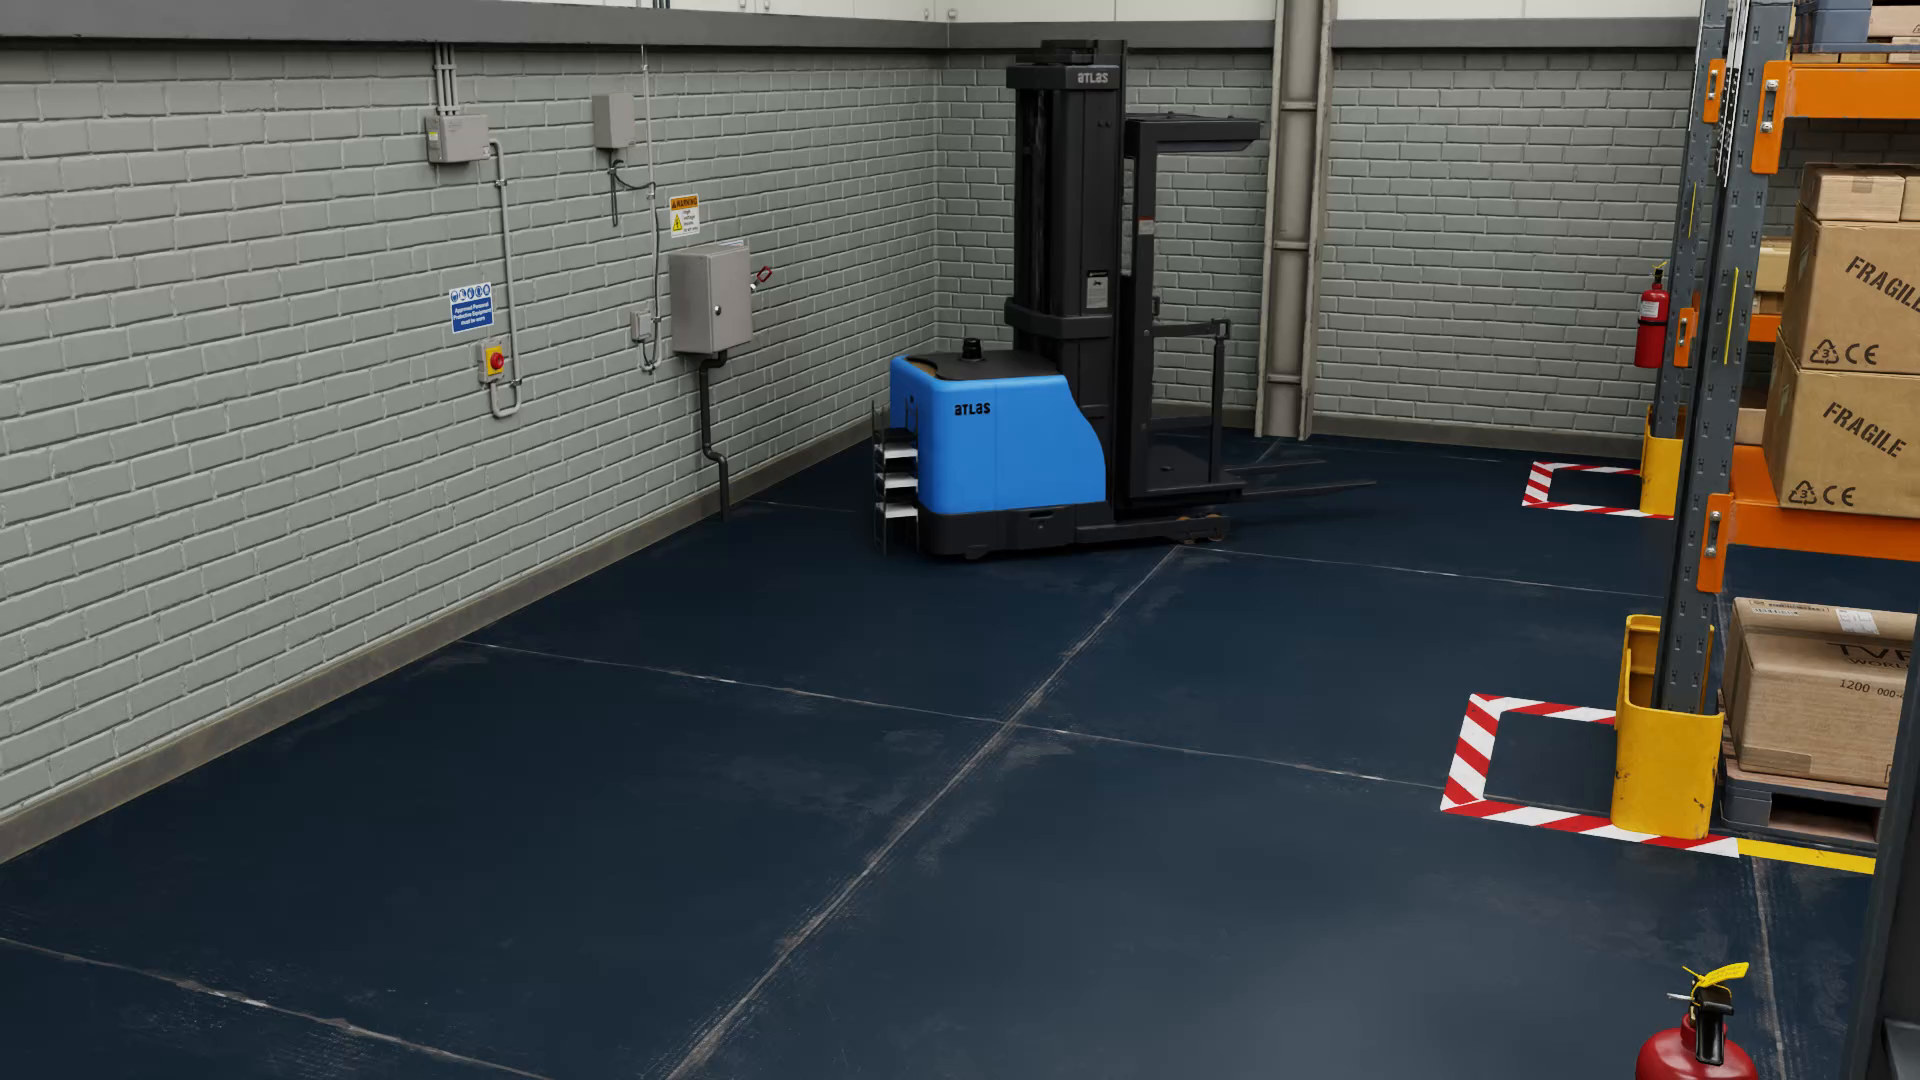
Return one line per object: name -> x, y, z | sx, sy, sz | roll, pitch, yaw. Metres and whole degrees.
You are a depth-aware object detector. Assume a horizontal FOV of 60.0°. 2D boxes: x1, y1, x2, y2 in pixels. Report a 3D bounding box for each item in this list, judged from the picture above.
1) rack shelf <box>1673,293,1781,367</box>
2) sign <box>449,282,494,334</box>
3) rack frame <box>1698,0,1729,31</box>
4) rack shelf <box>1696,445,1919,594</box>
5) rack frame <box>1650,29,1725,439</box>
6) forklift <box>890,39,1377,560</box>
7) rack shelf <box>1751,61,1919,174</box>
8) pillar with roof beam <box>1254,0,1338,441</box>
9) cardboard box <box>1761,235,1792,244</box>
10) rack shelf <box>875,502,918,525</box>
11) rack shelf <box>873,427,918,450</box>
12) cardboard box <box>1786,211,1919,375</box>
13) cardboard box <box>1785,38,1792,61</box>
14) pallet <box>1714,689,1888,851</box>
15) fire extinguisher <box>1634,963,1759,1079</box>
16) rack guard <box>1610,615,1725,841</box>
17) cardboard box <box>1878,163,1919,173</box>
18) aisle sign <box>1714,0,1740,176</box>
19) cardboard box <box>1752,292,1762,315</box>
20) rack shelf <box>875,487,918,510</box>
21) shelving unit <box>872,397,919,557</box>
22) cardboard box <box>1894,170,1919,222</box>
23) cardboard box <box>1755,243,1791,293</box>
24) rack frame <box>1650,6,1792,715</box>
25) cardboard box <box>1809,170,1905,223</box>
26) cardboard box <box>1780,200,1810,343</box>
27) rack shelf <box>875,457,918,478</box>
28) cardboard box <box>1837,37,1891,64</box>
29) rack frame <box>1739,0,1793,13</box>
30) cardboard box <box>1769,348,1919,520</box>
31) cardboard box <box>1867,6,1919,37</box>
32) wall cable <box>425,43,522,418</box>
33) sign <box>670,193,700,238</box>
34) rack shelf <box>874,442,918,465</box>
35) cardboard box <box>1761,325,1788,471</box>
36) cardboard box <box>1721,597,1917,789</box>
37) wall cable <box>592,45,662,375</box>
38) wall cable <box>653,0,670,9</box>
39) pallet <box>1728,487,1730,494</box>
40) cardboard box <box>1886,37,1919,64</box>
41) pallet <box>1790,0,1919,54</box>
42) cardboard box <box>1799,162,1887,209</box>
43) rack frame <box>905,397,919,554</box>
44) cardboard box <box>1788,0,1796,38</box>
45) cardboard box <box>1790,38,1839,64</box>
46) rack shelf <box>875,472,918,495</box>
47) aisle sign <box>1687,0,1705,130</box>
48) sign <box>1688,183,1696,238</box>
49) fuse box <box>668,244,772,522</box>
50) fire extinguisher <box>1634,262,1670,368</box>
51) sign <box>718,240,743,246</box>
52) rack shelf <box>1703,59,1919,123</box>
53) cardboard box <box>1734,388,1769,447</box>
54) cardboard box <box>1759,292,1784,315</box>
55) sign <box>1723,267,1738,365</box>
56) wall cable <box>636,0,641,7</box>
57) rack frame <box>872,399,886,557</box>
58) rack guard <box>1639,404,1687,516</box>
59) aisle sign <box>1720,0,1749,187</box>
rack shelf -> 6.567, -1.206, 10.237 | 4.000, 0.370, 1.077 | 6, 17, 21
sign -> -2.440, -1.162, 8.313 | 0.001, 0.218, 0.327 | 6, 17, 21
rack frame -> 4.706, -4.637, 10.005 | 0.127, 3.000, 1.000 | 6, 17, 21
rack shelf -> 4.749, 0.082, 5.802 | 4.000, 0.370, 1.077 | 6, 17, 21
rack frame -> 4.706, -1.756, 10.842 | 0.127, 3.000, 1.000 | 6, 17, 21
forklift -> 1.130, -1.515, 10.135 | 3.031, 2.935, 1.130 | -5, 17, -18
rack shelf -> 4.749, -1.359, 5.384 | 4.000, 0.370, 1.077 | 6, 17, 21
pillar with roof beam -> 0.949, -4.030, 7.915 | 0.400, 9.000, 9.100 | 6, 17, 21
cardboard box -> 5.232, -1.849, 10.896 | 0.500, 0.250, 0.500 | 7, 18, 22
rack shelf -> -0.382, -0.168, 9.904 | 0.200, 0.077, 0.258 | -5, 17, -18
rack shelf -> -0.382, -0.600, 9.778 | 0.200, 0.077, 0.258 | -5, 17, -18
cardboard box -> 3.231, -0.873, 5.829 | 0.500, 0.500, 0.500 | 6, 17, 19
cardboard box -> 4.918, -2.983, 10.139 | 0.250, 0.149, 0.380 | 7, 17, 22
pallet -> 3.661, 0.933, 6.583 | 1.213, 0.211, 1.003 | 6, 17, 21
fire extinguisher -> 1.101, 0.897, 2.512 | 0.183, 0.674, 0.296 | 6, 17, 21
rack guard -> 2.866, 0.730, 6.763 | 0.348, 0.500, 1.175 | 6, 17, 21
cardboard box -> 3.541, -1.303, 6.147 | 0.250, 0.149, 0.380 | 7, 17, 22
aisle sign -> 2.935, -1.804, 6.346 | 0.004, 0.787, 0.394 | 6, 17, 21
cardboard box -> 4.911, -1.530, 10.516 | 0.250, 0.149, 0.380 | 6, 17, 20
rack shelf -> -0.382, -0.255, 9.879 | 0.200, 0.077, 0.258 | -5, 17, -18
shelving unit -> -0.382, -0.373, 9.844 | 0.210, 0.900, 0.258 | -5, 17, -18
cardboard box -> 3.387, -1.191, 5.761 | 0.250, 0.149, 0.380 | 7, 17, 22
cardboard box -> 5.030, -1.710, 10.421 | 0.500, 0.250, 0.500 | 6, 17, 21
rack frame -> 2.889, -0.468, 6.406 | 0.127, 3.000, 1.000 | 6, 17, 21
cardboard box -> 3.117, -1.200, 5.790 | 0.250, 0.149, 0.380 | 7, 17, 22
cardboard box -> 3.424, -1.009, 6.296 | 0.500, 0.500, 0.500 | 7, 18, 22
rack shelf -> -0.382, -0.427, 9.828 | 0.200, 0.077, 0.258 | -5, 17, -18
cardboard box -> 5.403, -2.932, 9.964 | 0.250, 0.149, 0.380 | 6, 17, 21
rack frame -> 2.889, -3.349, 5.570 | 0.127, 3.000, 1.000 | 6, 17, 21
cardboard box -> 3.230, -0.393, 5.967 | 0.500, 0.500, 0.500 | 6, 17, 20
cardboard box -> 5.499, -3.104, 9.842 | 0.500, 0.250, 0.500 | 7, 17, 22
wall cable -> -2.365, -1.542, 8.226 | 0.123, 1.953, 0.585 | 6, 17, 21
sign -> -1.672, -1.972, 10.106 | 0.001, 0.242, 0.339 | 6, 17, 21
rack shelf -> -0.382, -0.514, 9.803 | 0.200, 0.077, 0.258 | -5, 17, -18
cardboard box -> 3.434, -0.536, 6.459 | 0.500, 0.500, 0.500 | 6, 17, 21
cardboard box -> 3.539, 0.602, 6.562 | 0.875, 0.438, 0.875 | 6, 17, 19
wall cable -> -1.856, -1.896, 9.502 | 0.122, 1.984, 0.588 | 6, 17, 21
wall cable -> -1.171, -4.789, 10.464 | 0.133, 3.039, 2.988 | 6, 17, 21
pallet -> 5.519, -0.328, 10.924 | 1.213, 0.211, 1.003 | 6, 17, 21
cardboard box -> 5.598, -2.880, 9.784 | 0.250, 0.149, 0.380 | 7, 17, 22
pallet -> 3.583, -1.793, 5.748 | 1.213, 0.211, 1.003 | 6, 17, 21
cardboard box -> 3.296, -1.323, 6.215 | 0.250, 0.149, 0.380 | 7, 17, 21
rack frame -> -0.286, -0.382, 9.875 | 0.006, 0.900, 0.240 | -5, 17, -18
cardboard box -> 5.019, -3.151, 10.003 | 0.500, 0.250, 0.500 | 6, 17, 20
cardboard box -> 5.171, -2.963, 10.070 | 0.250, 0.149, 0.380 | 7, 17, 22
rack shelf -> -0.382, -0.341, 9.854 | 0.200, 0.077, 0.258 | -5, 17, -18
aisle sign -> 4.535, -2.935, 10.241 | 0.004, 0.787, 0.394 | 6, 17, 21
sign -> 4.507, -2.031, 10.236 | 0.005, 0.325, 0.100 | 6, 17, 21
fuse box -> -1.459, -0.950, 10.377 | 0.414, 1.711, 0.539 | 6, 17, 21
fire extinguisher -> 4.400, -1.435, 10.544 | 0.183, 0.674, 0.296 | 6, 17, 21
sign -> -1.470, -1.672, 10.725 | 0.001, 0.494, 0.329 | 6, 17, 21
rack shelf -> 6.567, -2.646, 9.819 | 4.000, 0.370, 1.077 | 6, 17, 21
cardboard box -> 5.241, -0.672, 10.831 | 0.637, 0.503, 0.797 | 6, 17, 18
cardboard box -> 5.165, -1.516, 10.468 | 0.250, 0.149, 0.380 | 7, 18, 22
sign -> 2.679, -0.779, 5.781 | 0.005, 0.325, 0.100 | 6, 17, 21
wall cable -> -2.228, -4.053, 7.993 | 0.029, 3.000, 2.355 | 6, 17, 21
rack frame -> -0.479, -0.364, 9.814 | 0.006, 0.900, 0.240 | -5, 17, -18
rack guard -> 4.777, -0.548, 11.164 | 0.348, 0.500, 1.175 | 6, 17, 21
aisle sign -> 2.715, -1.649, 5.810 | 0.004, 0.787, 0.394 | 6, 17, 21
